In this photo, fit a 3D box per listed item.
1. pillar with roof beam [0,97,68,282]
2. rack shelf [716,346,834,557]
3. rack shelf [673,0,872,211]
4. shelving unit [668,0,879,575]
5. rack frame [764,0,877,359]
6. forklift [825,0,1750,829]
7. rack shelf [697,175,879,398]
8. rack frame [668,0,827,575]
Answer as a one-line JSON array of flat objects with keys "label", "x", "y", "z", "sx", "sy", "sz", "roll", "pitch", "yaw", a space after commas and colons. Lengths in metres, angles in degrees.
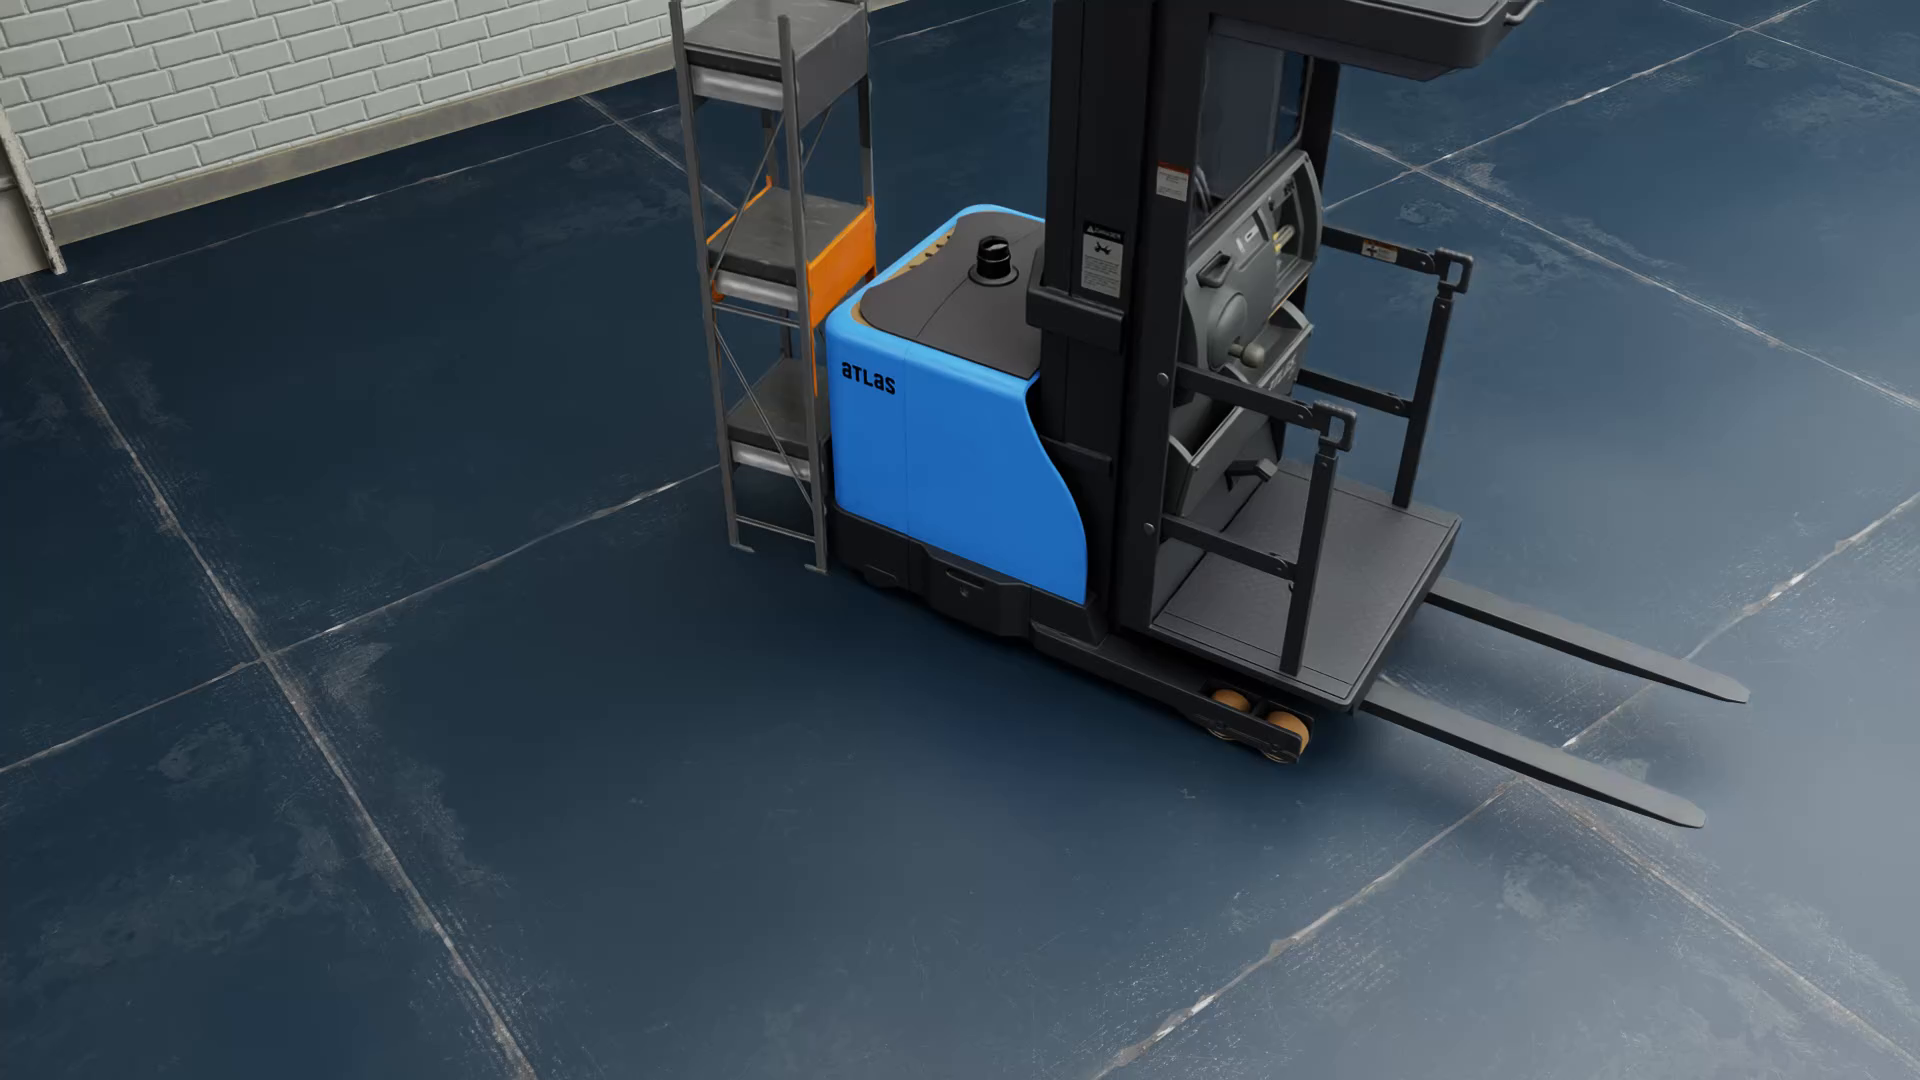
[{"label": "pillar with roof beam", "x": -1.803, "y": -2.572, "z": 2.291, "sx": 0.400, "sy": 9.000, "sz": 9.100, "roll": -26, "pitch": 46, "yaw": -28}, {"label": "rack shelf", "x": -0.575, "y": -0.330, "z": 6.122, "sx": 0.431, "sy": 0.518, "sz": 0.480, "roll": 16, "pitch": 42, "yaw": 18}, {"label": "rack shelf", "x": -0.575, "y": -1.413, "z": 5.234, "sx": 0.431, "sy": 0.518, "sz": 0.480, "roll": 16, "pitch": 42, "yaw": 18}, {"label": "shelving unit", "x": -0.575, "y": -0.882, "z": 5.669, "sx": 0.431, "sy": 2.100, "sz": 0.503, "roll": 16, "pitch": 42, "yaw": 18}, {"label": "rack frame", "x": -0.477, "y": -1.024, "z": 5.842, "sx": 0.400, "sy": 2.100, "sz": 0.015, "roll": 16, "pitch": 42, "yaw": 18}, {"label": "forklift", "x": 1.062, "y": -0.801, "z": 4.916, "sx": 3.031, "sy": 2.935, "sz": 1.130, "roll": 21, "pitch": 44, "yaw": 24}, {"label": "rack shelf", "x": -0.575, "y": -0.871, "z": 5.678, "sx": 0.431, "sy": 0.518, "sz": 0.480, "roll": 16, "pitch": 42, "yaw": 18}, {"label": "rack frame", "x": -0.674, "y": -0.740, "z": 5.497, "sx": 0.400, "sy": 2.100, "sz": 0.015, "roll": 16, "pitch": 42, "yaw": 18}]
